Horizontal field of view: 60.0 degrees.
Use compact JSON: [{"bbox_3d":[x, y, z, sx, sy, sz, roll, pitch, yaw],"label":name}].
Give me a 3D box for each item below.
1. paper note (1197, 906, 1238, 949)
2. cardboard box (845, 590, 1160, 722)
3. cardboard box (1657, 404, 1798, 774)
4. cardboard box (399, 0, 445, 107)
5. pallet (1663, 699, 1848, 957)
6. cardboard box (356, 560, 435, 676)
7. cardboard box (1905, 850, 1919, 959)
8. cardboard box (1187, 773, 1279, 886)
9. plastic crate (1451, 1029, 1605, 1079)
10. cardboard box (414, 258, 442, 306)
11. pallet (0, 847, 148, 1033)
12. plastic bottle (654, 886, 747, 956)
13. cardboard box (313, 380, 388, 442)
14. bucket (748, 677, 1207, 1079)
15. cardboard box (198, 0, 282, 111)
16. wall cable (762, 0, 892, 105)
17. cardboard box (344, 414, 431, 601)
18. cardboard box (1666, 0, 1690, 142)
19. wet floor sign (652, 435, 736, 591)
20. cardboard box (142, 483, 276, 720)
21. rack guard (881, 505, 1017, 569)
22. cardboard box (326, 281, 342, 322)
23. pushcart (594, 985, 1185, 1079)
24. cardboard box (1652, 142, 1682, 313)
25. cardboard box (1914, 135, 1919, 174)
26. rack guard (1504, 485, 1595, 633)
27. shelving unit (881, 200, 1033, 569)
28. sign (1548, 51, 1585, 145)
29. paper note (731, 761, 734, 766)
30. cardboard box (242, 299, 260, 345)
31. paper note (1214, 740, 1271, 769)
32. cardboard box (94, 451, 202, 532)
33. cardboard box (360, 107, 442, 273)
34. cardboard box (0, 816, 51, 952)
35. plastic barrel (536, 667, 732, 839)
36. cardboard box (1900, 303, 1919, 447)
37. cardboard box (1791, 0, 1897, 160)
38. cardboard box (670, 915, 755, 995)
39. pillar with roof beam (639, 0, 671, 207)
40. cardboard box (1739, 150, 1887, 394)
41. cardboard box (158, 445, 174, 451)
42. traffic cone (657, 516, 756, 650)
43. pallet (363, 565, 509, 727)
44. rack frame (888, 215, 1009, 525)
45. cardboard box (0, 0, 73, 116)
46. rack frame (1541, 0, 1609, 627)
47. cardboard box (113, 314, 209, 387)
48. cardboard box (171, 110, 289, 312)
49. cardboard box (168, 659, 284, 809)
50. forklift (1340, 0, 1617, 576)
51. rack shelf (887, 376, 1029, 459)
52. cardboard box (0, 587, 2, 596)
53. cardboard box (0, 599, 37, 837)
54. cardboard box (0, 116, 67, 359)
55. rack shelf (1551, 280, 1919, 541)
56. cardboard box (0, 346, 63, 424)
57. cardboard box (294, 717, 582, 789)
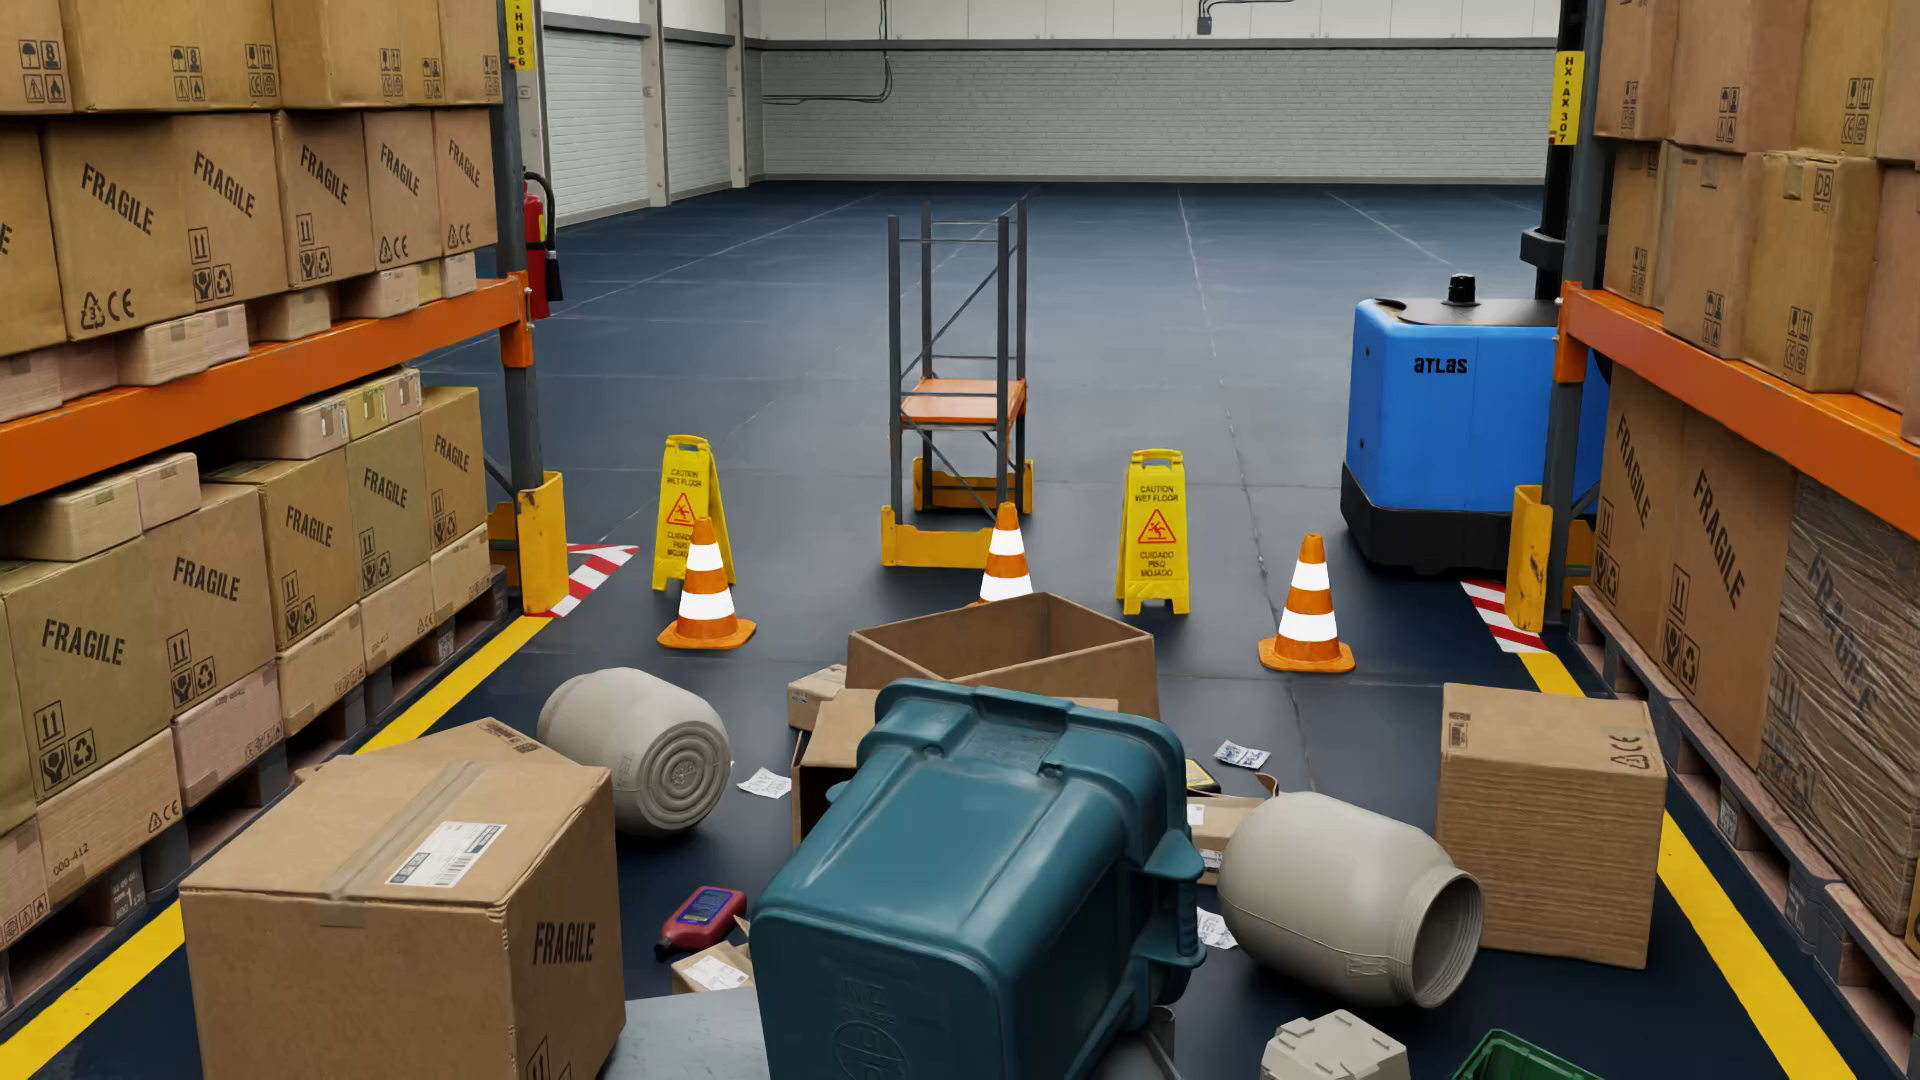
[{"bbox_3d":[0.618,0.952,4.099,0.172,0.023,0.155,7,17,25],"label":"paper note"},{"bbox_3d":[0.122,0.499,4.853,0.797,0.503,0.637,-10,18,-32],"label":"cardboard box"},{"bbox_3d":[2.627,0.112,4.766,0.875,0.875,0.875,1,15,5],"label":"cardboard box"},{"bbox_3d":[-2.100,-1.641,5.307,0.700,0.500,0.500,2,15,7],"label":"cardboard box"},{"bbox_3d":[2.582,0.755,4.467,1.003,0.211,1.213,2,15,6],"label":"pallet"},{"bbox_3d":[-2.085,0.240,5.491,0.500,0.250,0.500,2,15,6],"label":"cardboard box"},{"bbox_3d":[2.424,0.583,3.027,0.875,0.875,0.875,2,15,7],"label":"cardboard box"},{"bbox_3d":[0.647,0.740,4.415,0.396,0.266,0.258,4,16,16],"label":"cardboard box"},{"bbox_3d":[1.001,1.167,2.878,0.450,0.188,0.662,22,25,31],"label":"plastic crate"},{"bbox_3d":[-1.993,-0.877,5.640,0.380,0.149,0.250,1,15,5],"label":"cardboard box"},{"bbox_3d":[-2.606,0.972,3.663,1.003,0.211,1.213,2,15,6],"label":"pallet"},{"bbox_3d":[-0.637,0.940,4.068,0.133,0.061,0.283,4,16,16],"label":"plastic bottle"},{"bbox_3d":[-2.032,-0.409,5.212,0.380,0.149,0.250,2,15,7],"label":"cardboard box"},{"bbox_3d":[0.008,0.664,2.819,0.726,0.611,0.620,7,27,25],"label":"bucket"},{"bbox_3d":[-2.250,-1.380,4.343,0.700,0.500,0.500,2,15,6],"label":"cardboard box"},{"bbox_3d":[-3.070,-11.131,37.534,3.097,2.526,0.112,2,15,6],"label":"wall cable"},{"bbox_3d":[-2.082,-0.123,5.396,0.500,0.500,0.500,2,15,8],"label":"cardboard box"},{"bbox_3d":[2.684,-1.470,4.996,0.875,0.550,0.550,2,15,6],"label":"cardboard box"},{"bbox_3d":[-1.110,-0.118,6.861,0.267,0.644,0.232,7,17,25],"label":"wet floor sign"},{"bbox_3d":[-2.203,0.145,4.406,0.500,0.500,0.500,3,15,9],"label":"cardboard box"},{"bbox_3d":[-0.048,-0.011,7.225,0.587,0.250,0.087,2,15,6],"label":"rack guard"},{"bbox_3d":[-2.161,-0.747,5.159,0.380,0.149,0.250,2,15,7],"label":"cardboard box"},{"bbox_3d":[-0.375,1.121,2.793,1.648,0.377,0.936,-4,16,-13],"label":"pushcart"},{"bbox_3d":[2.698,-0.948,5.135,0.875,0.550,0.550,2,15,6],"label":"cardboard box"},{"bbox_3d":[2.306,-0.914,2.939,0.875,0.550,0.550,2,15,6],"label":"cardboard box"},{"bbox_3d":[2.738,0.084,6.395,1.175,0.500,0.348,2,15,6],"label":"rack guard"},{"bbox_3d":[0.009,-0.744,7.539,0.587,1.500,1.083,2,15,6],"label":"shelving unit"},{"bbox_3d":[2.184,-1.591,5.988,0.100,0.325,0.005,2,15,6],"label":"sign"},{"bbox_3d":[-0.718,0.697,5.065,0.032,0.001,0.123,2,15,6],"label":"paper note"},{"bbox_3d":[-2.216,-0.616,4.675,0.380,0.149,0.250,2,15,6],"label":"cardboard box"},{"bbox_3d":[0.876,0.663,5.154,0.144,0.017,0.142,7,17,25],"label":"paper note"},{"bbox_3d":[-2.154,-0.128,4.174,0.380,0.149,0.250,3,15,9],"label":"cardboard box"},{"bbox_3d":[-2.044,-1.150,5.406,0.500,0.500,0.500,2,15,6],"label":"cardboard box"},{"bbox_3d":[-2.311,0.781,3.492,0.500,0.250,0.500,1,15,4],"label":"cardboard box"},{"bbox_3d":[-0.924,0.588,4.678,0.421,0.421,0.512,-14,20,-42],"label":"plastic barrel"},{"bbox_3d":[2.353,-0.391,3.075,0.875,0.550,0.550,2,15,6],"label":"cardboard box"},{"bbox_3d":[2.555,-1.187,3.951,0.875,0.550,0.500,2,15,6],"label":"cardboard box"},{"bbox_3d":[-0.422,0.973,3.556,0.258,0.266,0.396,-10,18,-32],"label":"cardboard box"},{"bbox_3d":[-1.116,-10.221,28.223,9.100,9.000,0.400,2,15,6],"label":"pillar with roof beam"},{"bbox_3d":[2.491,-0.668,4.099,0.875,0.550,0.500,2,15,6],"label":"cardboard box"},{"bbox_3d":[-2.682,-0.001,4.945,0.500,0.500,0.500,2,15,7],"label":"cardboard box"},{"bbox_3d":[-0.962,0.138,6.266,0.336,0.463,0.334,2,15,6],"label":"traffic cone"},{"bbox_3d":[-2.330,0.339,6.004,1.003,0.211,1.213,2,15,6],"label":"pallet"},{"bbox_3d":[-0.048,-0.614,7.061,0.500,1.500,0.032,2,15,6],"label":"rack frame"},{"bbox_3d":[-2.302,-1.113,3.355,0.700,0.500,0.500,2,15,7],"label":"cardboard box"},{"bbox_3d":[2.735,-1.117,6.046,1.000,3.000,0.127,2,15,6],"label":"rack frame"},{"bbox_3d":[-2.138,-0.481,4.177,0.380,0.149,0.250,2,15,7],"label":"cardboard box"},{"bbox_3d":[-2.179,-0.889,4.442,0.500,0.500,0.500,2,15,7],"label":"cardboard box"},{"bbox_3d":[-2.205,0.504,4.514,0.500,0.250,0.500,1,15,6],"label":"cardboard box"},{"bbox_3d":[3.280,-1.342,7.011,3.031,2.935,1.130,1,15,5],"label":"forklift"},{"bbox_3d":[0.010,-0.572,7.595,0.538,0.185,1.000,2,15,6],"label":"rack shelf"},{"bbox_3d":[-2.238,0.075,3.423,0.380,0.149,0.250,2,15,7],"label":"cardboard box"},{"bbox_3d":[-2.311,0.419,3.394,0.500,0.500,0.500,2,15,9],"label":"cardboard box"},{"bbox_3d":[-2.286,-0.628,3.475,0.500,0.500,0.500,2,15,6],"label":"cardboard box"},{"bbox_3d":[2.509,-0.251,4.221,1.077,0.370,4.000,2,15,6],"label":"rack shelf"},{"bbox_3d":[-2.253,-0.350,3.691,0.380,0.149,0.250,2,15,8],"label":"cardboard box"},{"bbox_3d":[-1.173,0.769,3.857,0.500,0.500,0.500,-14,20,-42],"label":"cardboard box"}]
